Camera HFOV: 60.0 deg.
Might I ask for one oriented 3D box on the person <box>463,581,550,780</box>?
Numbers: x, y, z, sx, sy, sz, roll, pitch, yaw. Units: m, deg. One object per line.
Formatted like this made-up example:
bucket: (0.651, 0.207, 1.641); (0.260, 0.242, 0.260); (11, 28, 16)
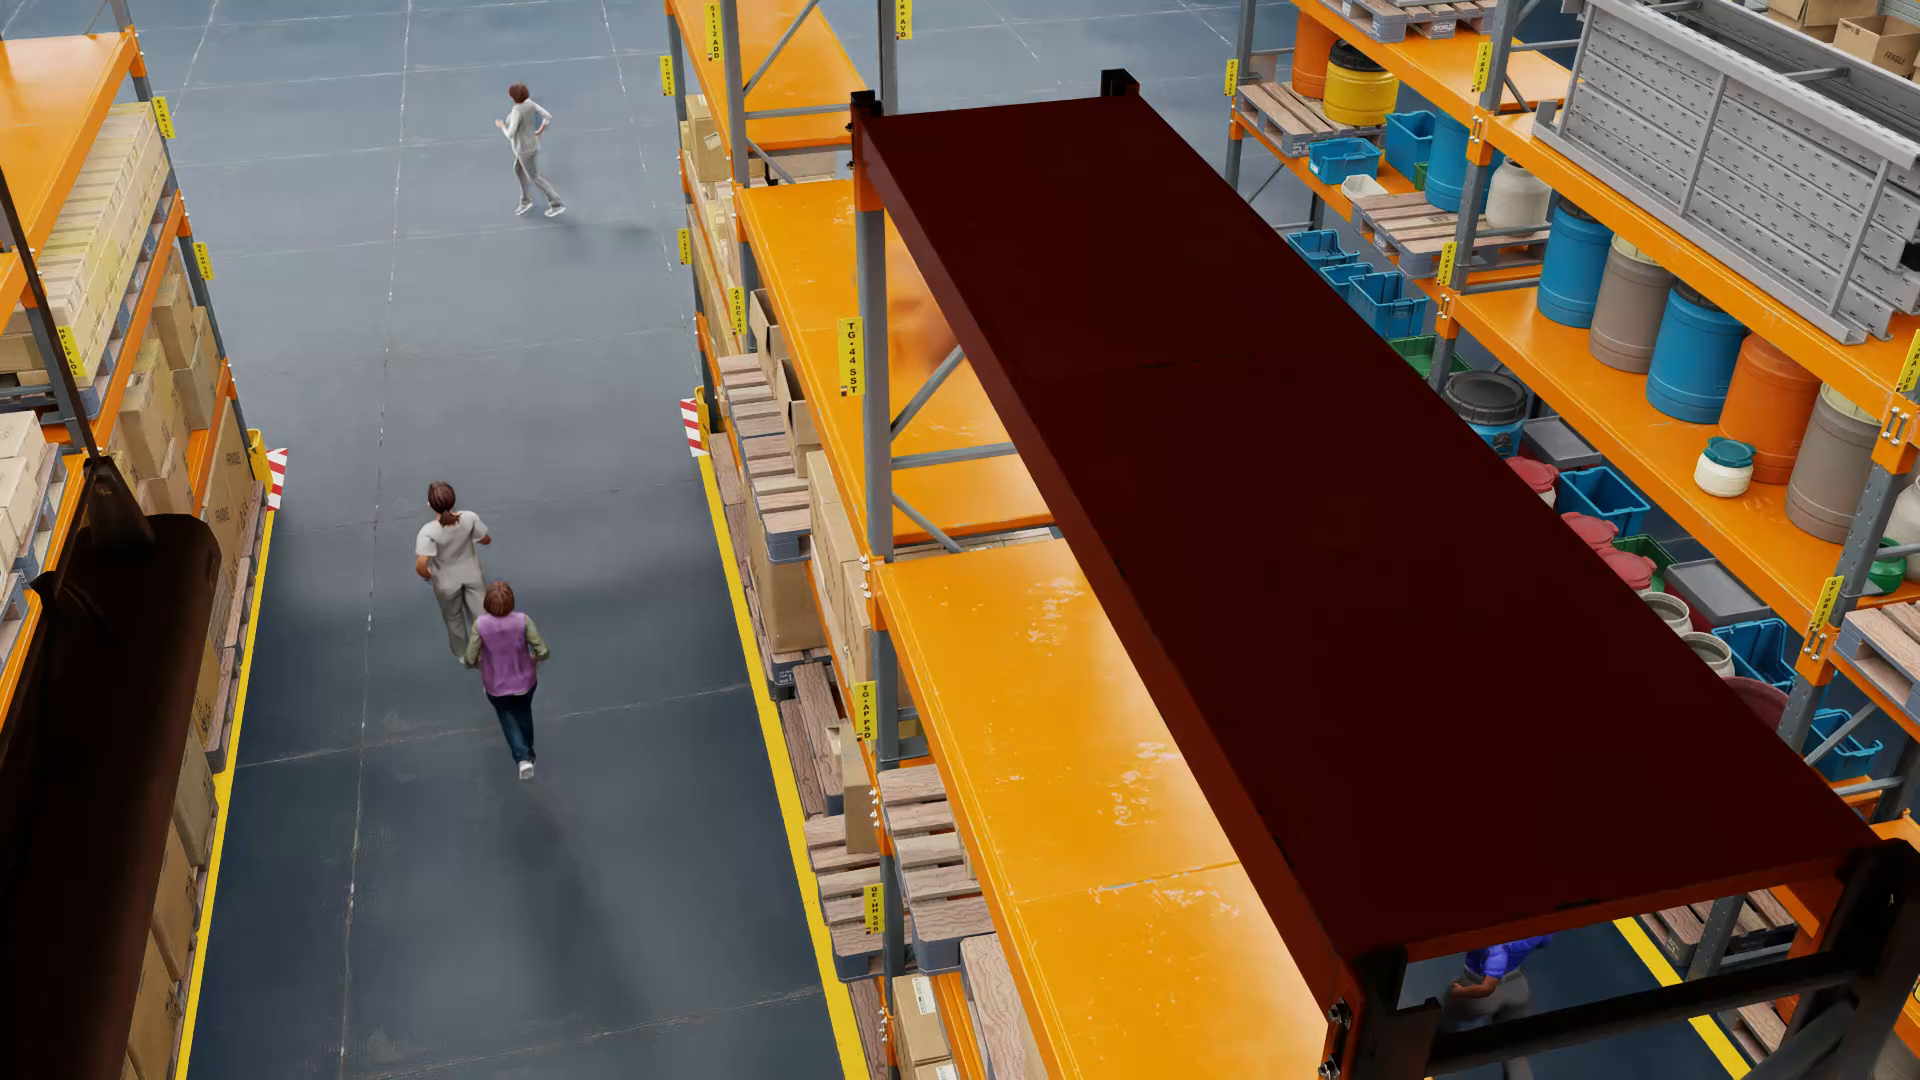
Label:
person: (-2.916, 0.945, 10.828); (0.536, 1.579, 0.465); (-10, 36, -14)

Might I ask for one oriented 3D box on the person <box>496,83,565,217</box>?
person: (-4.970, -4.467, 19.208); (0.737, 1.619, 0.510); (6, 35, 9)

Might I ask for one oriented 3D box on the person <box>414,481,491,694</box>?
person: (-3.509, 0.314, 11.626); (0.570, 1.698, 0.849); (-18, 38, -24)

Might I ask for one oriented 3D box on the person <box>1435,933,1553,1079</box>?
person: (2.764, 2.355, 8.760); (0.586, 1.671, 0.959); (-10, 36, -14)
